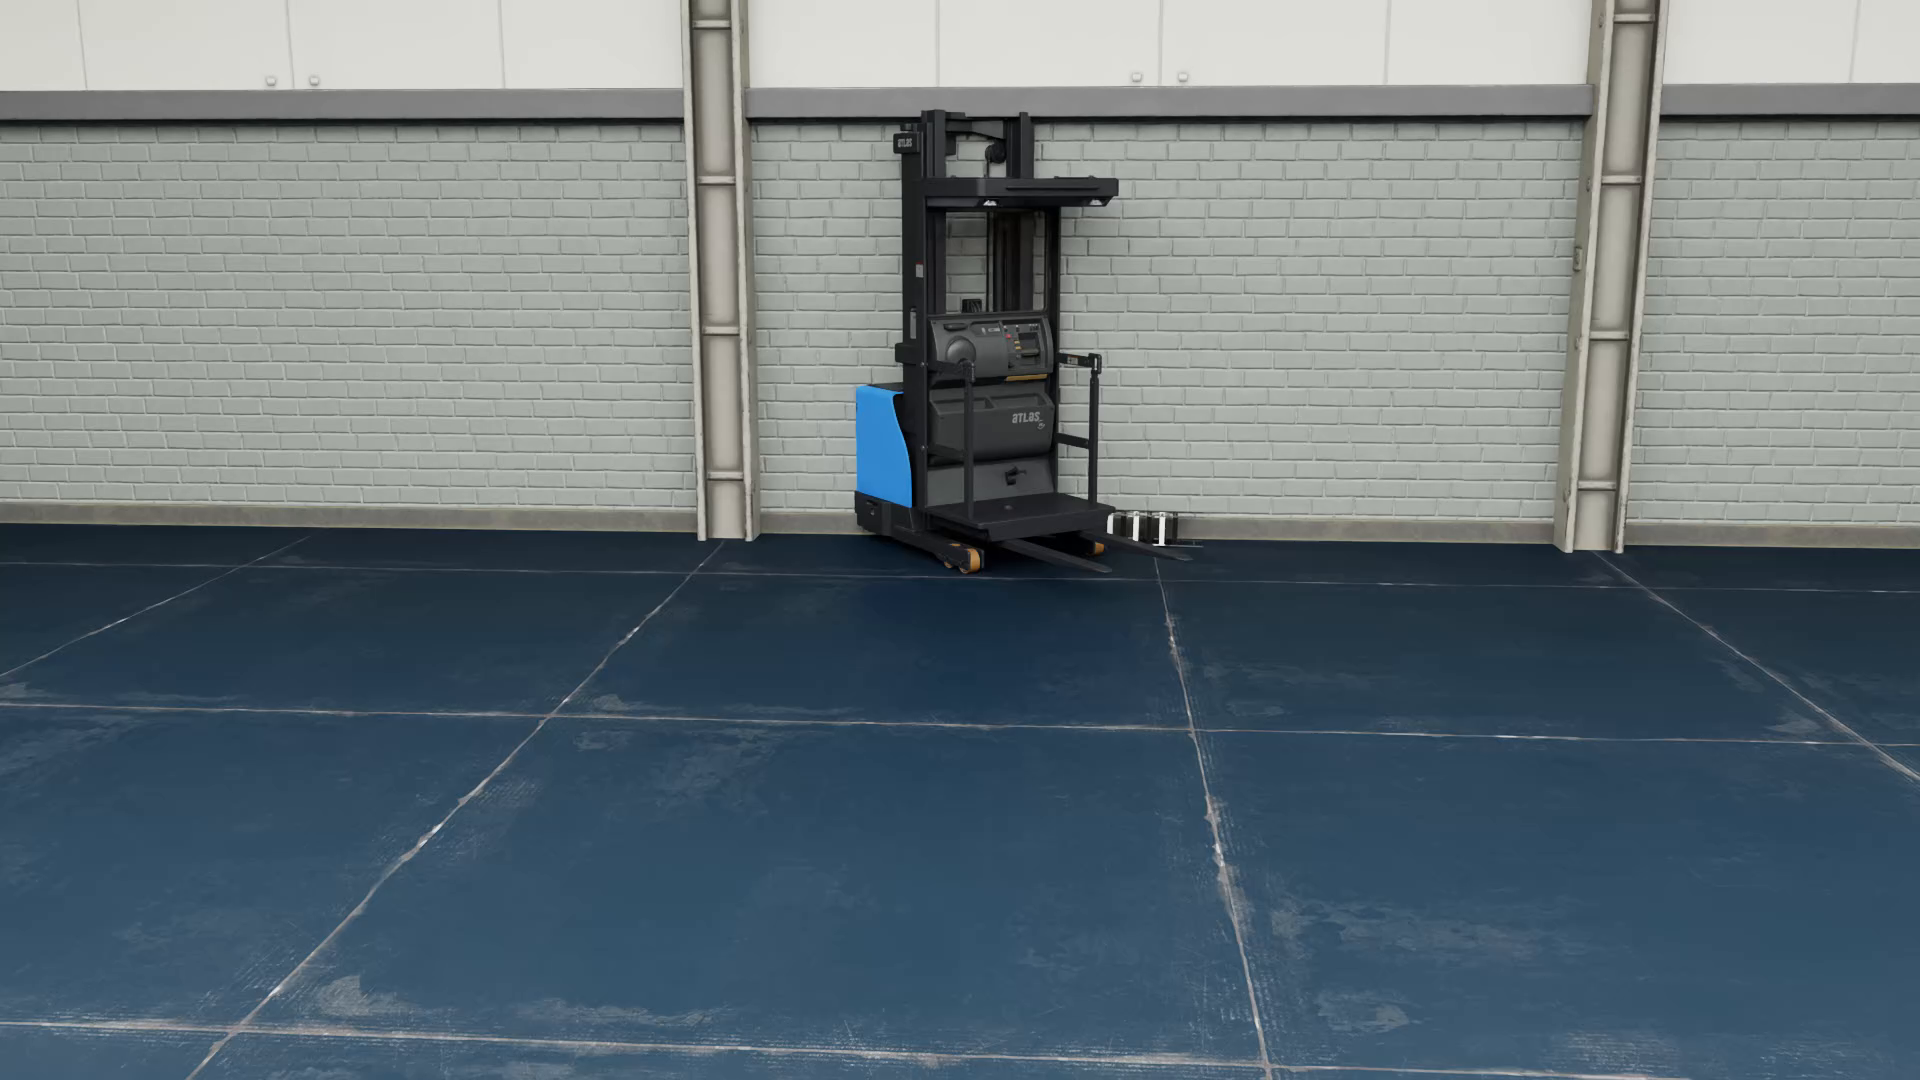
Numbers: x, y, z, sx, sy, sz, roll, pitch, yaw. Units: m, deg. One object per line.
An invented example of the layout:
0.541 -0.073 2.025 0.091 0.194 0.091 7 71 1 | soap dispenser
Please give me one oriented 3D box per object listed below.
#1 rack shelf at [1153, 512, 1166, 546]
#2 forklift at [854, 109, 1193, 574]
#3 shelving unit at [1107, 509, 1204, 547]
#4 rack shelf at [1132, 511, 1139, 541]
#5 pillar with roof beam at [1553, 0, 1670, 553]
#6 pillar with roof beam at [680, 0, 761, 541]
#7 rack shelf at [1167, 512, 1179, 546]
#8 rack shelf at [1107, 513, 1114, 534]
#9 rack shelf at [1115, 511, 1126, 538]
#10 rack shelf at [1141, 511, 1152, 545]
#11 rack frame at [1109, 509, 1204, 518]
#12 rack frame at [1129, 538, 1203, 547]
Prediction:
1.395 -0.083 11.622 0.077 0.200 0.258 2 10 7 | rack shelf
0.333 -1.326 10.948 1.130 2.935 3.031 -7 14 -31 | forklift
1.250 -0.088 11.639 0.900 0.210 0.258 2 10 7 | shelving unit
1.216 -0.089 11.643 0.077 0.200 0.258 2 10 7 | rack shelf
4.052 -3.470 6.378 0.400 9.000 9.100 1 12 4 | pillar with roof beam
-1.935 -3.552 6.771 0.400 9.000 9.100 1 12 4 | pillar with roof beam
1.484 -0.080 11.612 0.077 0.200 0.258 2 10 7 | rack shelf
1.038 -0.095 11.663 0.077 0.200 0.258 2 10 7 | rack shelf
1.127 -0.092 11.653 0.077 0.200 0.258 2 10 7 | rack shelf
1.306 -0.086 11.632 0.077 0.200 0.258 2 10 7 | rack shelf
1.251 -0.188 11.621 0.900 0.006 0.240 2 10 7 | rack frame
1.248 0.012 11.657 0.900 0.006 0.240 2 10 7 | rack frame
